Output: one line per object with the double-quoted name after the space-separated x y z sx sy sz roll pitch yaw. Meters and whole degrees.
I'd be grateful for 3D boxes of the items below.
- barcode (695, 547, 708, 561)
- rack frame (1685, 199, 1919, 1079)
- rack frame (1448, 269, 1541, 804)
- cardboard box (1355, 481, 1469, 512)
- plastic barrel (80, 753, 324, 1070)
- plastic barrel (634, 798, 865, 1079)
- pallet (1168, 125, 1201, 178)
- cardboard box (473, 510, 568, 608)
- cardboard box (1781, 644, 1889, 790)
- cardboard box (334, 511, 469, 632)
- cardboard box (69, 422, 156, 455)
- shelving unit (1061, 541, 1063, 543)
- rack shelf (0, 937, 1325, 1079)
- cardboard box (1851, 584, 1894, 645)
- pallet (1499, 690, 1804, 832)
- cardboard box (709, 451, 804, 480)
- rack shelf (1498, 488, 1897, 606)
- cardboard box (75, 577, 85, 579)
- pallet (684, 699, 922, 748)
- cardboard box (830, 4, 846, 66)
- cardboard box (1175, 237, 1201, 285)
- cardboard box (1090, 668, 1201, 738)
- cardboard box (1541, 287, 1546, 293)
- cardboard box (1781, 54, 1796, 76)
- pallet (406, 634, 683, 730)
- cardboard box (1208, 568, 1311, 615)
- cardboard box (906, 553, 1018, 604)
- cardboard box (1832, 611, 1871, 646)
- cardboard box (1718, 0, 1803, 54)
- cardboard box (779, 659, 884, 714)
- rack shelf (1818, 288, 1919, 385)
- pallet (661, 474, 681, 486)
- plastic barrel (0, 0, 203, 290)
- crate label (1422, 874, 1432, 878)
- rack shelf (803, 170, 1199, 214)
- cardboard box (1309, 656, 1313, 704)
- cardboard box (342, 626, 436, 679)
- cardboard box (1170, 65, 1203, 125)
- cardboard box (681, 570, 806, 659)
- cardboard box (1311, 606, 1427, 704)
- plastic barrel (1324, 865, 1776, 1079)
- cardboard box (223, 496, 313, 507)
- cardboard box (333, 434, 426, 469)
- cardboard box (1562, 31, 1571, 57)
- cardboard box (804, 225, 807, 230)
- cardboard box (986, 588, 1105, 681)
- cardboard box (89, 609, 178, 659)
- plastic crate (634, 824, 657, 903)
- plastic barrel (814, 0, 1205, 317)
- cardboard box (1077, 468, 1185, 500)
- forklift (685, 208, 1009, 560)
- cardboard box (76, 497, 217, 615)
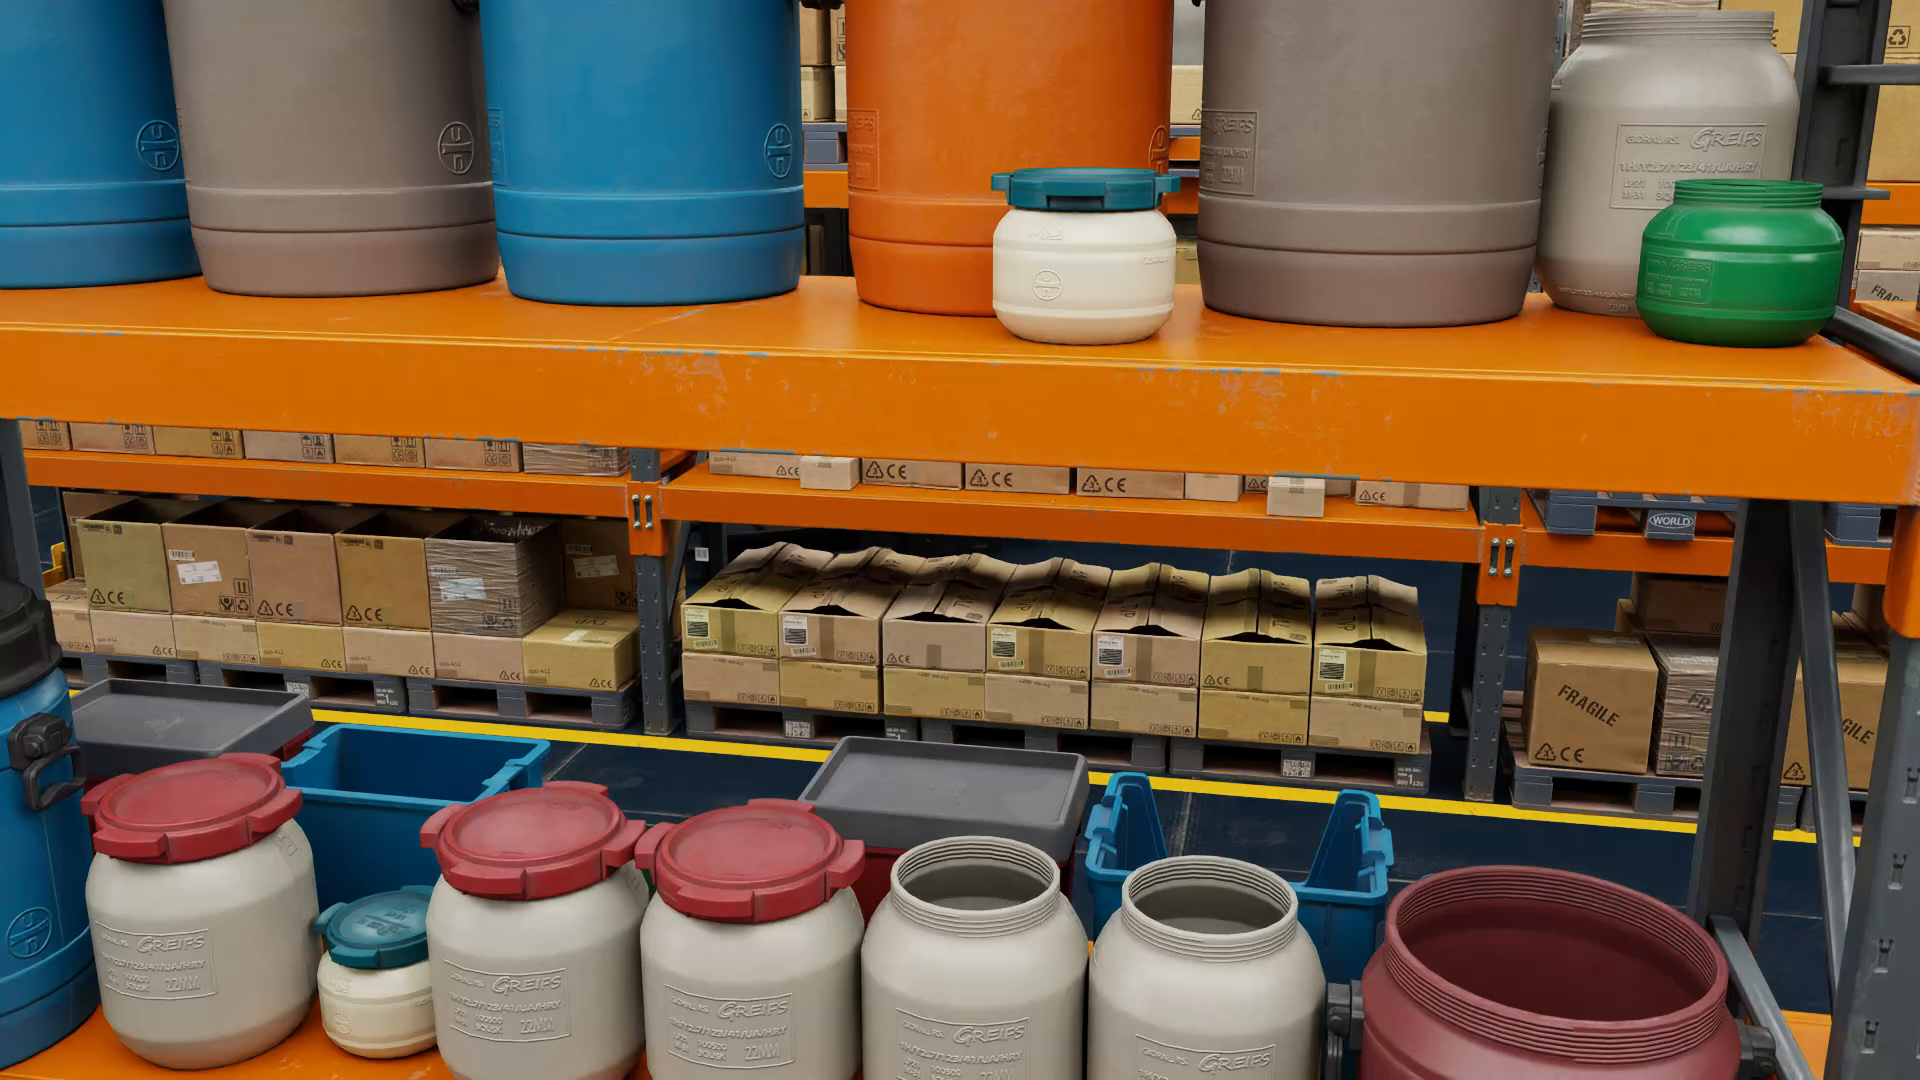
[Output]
-1.270 0.070 8.179 0.075 0.075 0.001 3 16 11 "barcode"
1.492 0.926 3.029 0.127 3.000 1.000 3 16 11 "rack frame"
2.482 -0.369 7.706 0.127 3.000 1.000 3 16 11 "rack frame"
2.135 -0.357 7.829 0.500 0.311 0.500 4 16 15 "cardboard box"
-1.534 0.756 3.388 0.433 0.535 0.433 0 15 0 "plastic barrel"
-0.391 0.818 3.164 0.433 0.535 0.433 0 15 0 "plastic barrel"
0.703 -1.795 7.588 1.213 0.211 1.003 4 16 14 "pallet"
-2.321 0.048 9.158 0.500 0.500 0.500 3 16 11 "cardboard box"
3.876 0.777 7.427 0.500 0.500 0.500 3 16 10 "cardboard box"
-2.914 0.157 8.767 0.500 0.500 0.500 3 16 11 "cardboard box"
-4.387 -0.788 9.031 0.500 0.500 0.700 4 16 13 "cardboard box"
0.498 -1.049 11.845 0.503 2.100 0.431 1 16 3 "shelving unit"
-0.468 1.167 3.509 4.000 0.370 1.077 3 16 11 "rack shelf"
4.505 0.306 7.723 0.500 0.250 0.500 3 16 10 "cardboard box"
3.207 1.024 7.899 1.213 0.211 1.003 3 16 11 "pallet"
-0.946 -0.495 8.441 0.500 0.250 0.500 4 16 15 "cardboard box"
4.442 0.084 7.418 4.000 0.370 1.077 3 16 11 "rack shelf"
-4.773 0.279 9.729 0.500 0.250 0.500 3 16 11 "cardboard box"
-0.708 0.791 8.742 1.213 0.211 1.003 3 16 11 "pallet"
-0.278 -2.452 7.694 0.500 0.500 0.500 5 16 16 "cardboard box"
1.778 -2.008 12.612 0.500 0.500 0.700 3 16 11 "cardboard box"
0.920 0.735 8.083 0.500 0.250 0.500 3 16 12 "cardboard box"
4.402 -1.743 11.885 0.500 0.500 0.500 4 16 13 "cardboard box"
3.416 -1.821 7.142 0.500 0.500 0.910 3 16 11 "cardboard box"
-2.208 0.709 9.038 1.213 0.211 1.003 3 16 11 "pallet"
1.511 0.353 8.413 0.500 0.311 0.500 3 16 10 "cardboard box"
0.016 0.270 8.711 0.500 0.311 0.500 3 16 11 "cardboard box"
3.953 0.639 7.923 0.500 0.500 0.500 3 16 9 "cardboard box"
3.408 -2.293 6.971 0.500 0.500 0.500 3 16 11 "cardboard box"
-0.591 0.655 8.374 0.500 0.250 0.500 4 16 12 "cardboard box"
3.452 -0.066 2.340 4.000 0.370 1.077 3 16 11 "rack shelf"
-2.318 -0.625 13.853 1.213 0.211 1.003 3 16 11 "pallet"
-1.887 -1.003 3.437 0.708 0.901 0.600 3 16 11 "plastic barrel"
1.154 0.887 3.486 0.416 0.233 0.303 3 16 11 "crate label"
0.523 -1.574 7.785 4.000 0.370 1.077 3 16 11 "rack shelf"
1.535 0.622 8.490 0.500 0.250 0.500 3 16 10 "cardboard box"
-2.916 0.521 8.855 0.500 0.250 0.500 3 16 11 "cardboard box"
0.951 -2.011 7.507 0.500 0.250 0.500 3 16 10 "cardboard box"
-1.082 0.358 8.395 0.500 0.311 0.500 3 16 11 "cardboard box"
1.920 0.520 7.810 0.500 0.311 0.500 4 16 13 "cardboard box"
0.977 0.915 2.813 0.708 0.536 0.600 3 16 11 "plastic barrel"
-3.789 -0.033 9.453 0.500 0.500 0.500 3 16 11 "cardboard box"
-2.882 -0.706 8.735 0.500 0.500 0.700 3 16 12 "cardboard box"
4.482 -3.346 11.821 0.500 0.500 0.700 2 16 8 "cardboard box"
-1.379 -2.285 13.460 0.500 0.500 0.500 3 16 11 "cardboard box"
0.425 0.439 8.101 0.500 0.311 0.500 4 16 13 "cardboard box"
-4.385 0.440 9.147 0.500 0.250 0.500 3 16 11 "cardboard box"
-0.665 0.835 3.757 0.662 0.188 0.450 3 16 11 "plastic crate"
0.089 -0.861 3.059 0.708 0.830 0.600 3 16 11 "plastic barrel"
0.835 -0.502 7.999 0.500 0.500 0.500 2 16 8 "cardboard box"
-1.230 -1.281 11.127 3.031 2.935 1.130 -5 16 -19 "forklift"
-4.386 0.079 9.046 0.500 0.500 0.500 3 16 11 "cardboard box"
